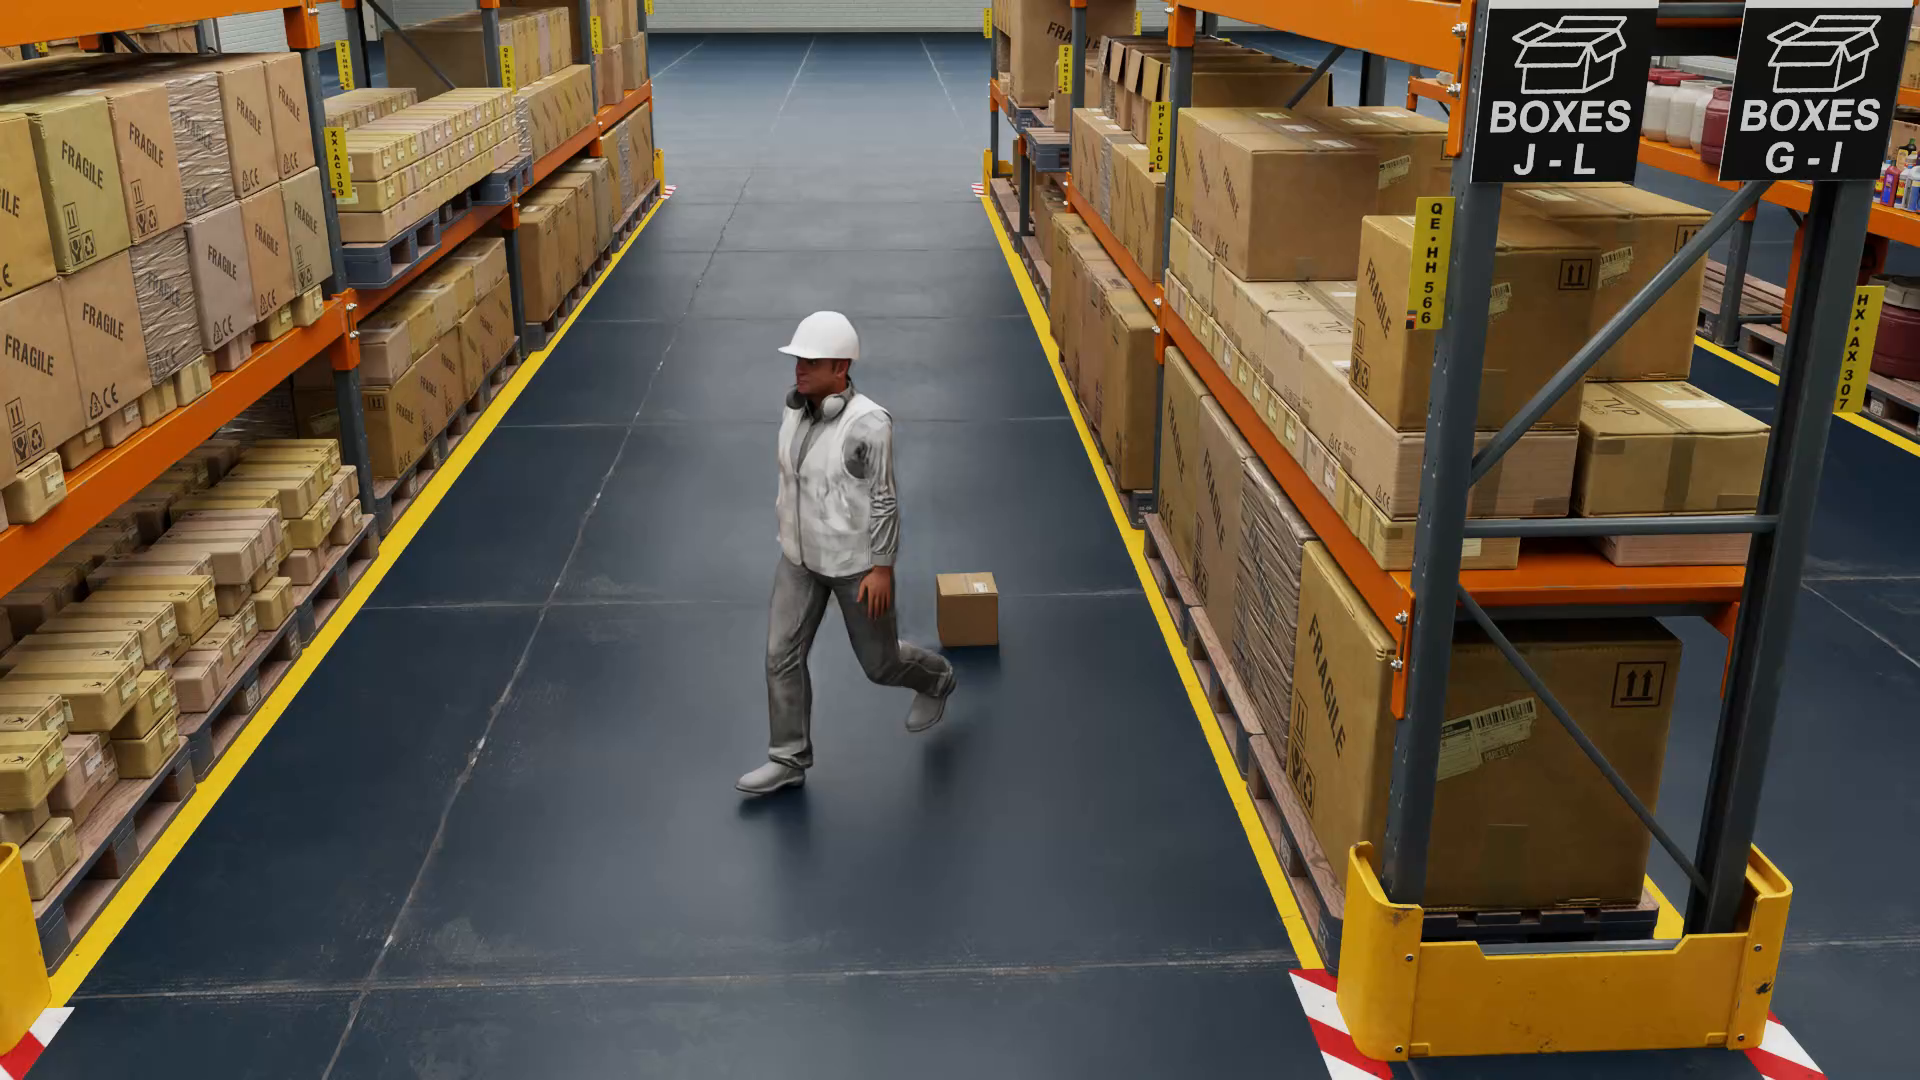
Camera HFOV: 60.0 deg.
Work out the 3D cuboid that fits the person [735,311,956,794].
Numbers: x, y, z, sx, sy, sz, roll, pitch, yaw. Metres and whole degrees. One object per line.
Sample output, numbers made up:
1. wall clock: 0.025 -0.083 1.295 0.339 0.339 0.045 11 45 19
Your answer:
1. person: -0.410 0.029 5.980 0.533 1.741 0.980 15 25 36
